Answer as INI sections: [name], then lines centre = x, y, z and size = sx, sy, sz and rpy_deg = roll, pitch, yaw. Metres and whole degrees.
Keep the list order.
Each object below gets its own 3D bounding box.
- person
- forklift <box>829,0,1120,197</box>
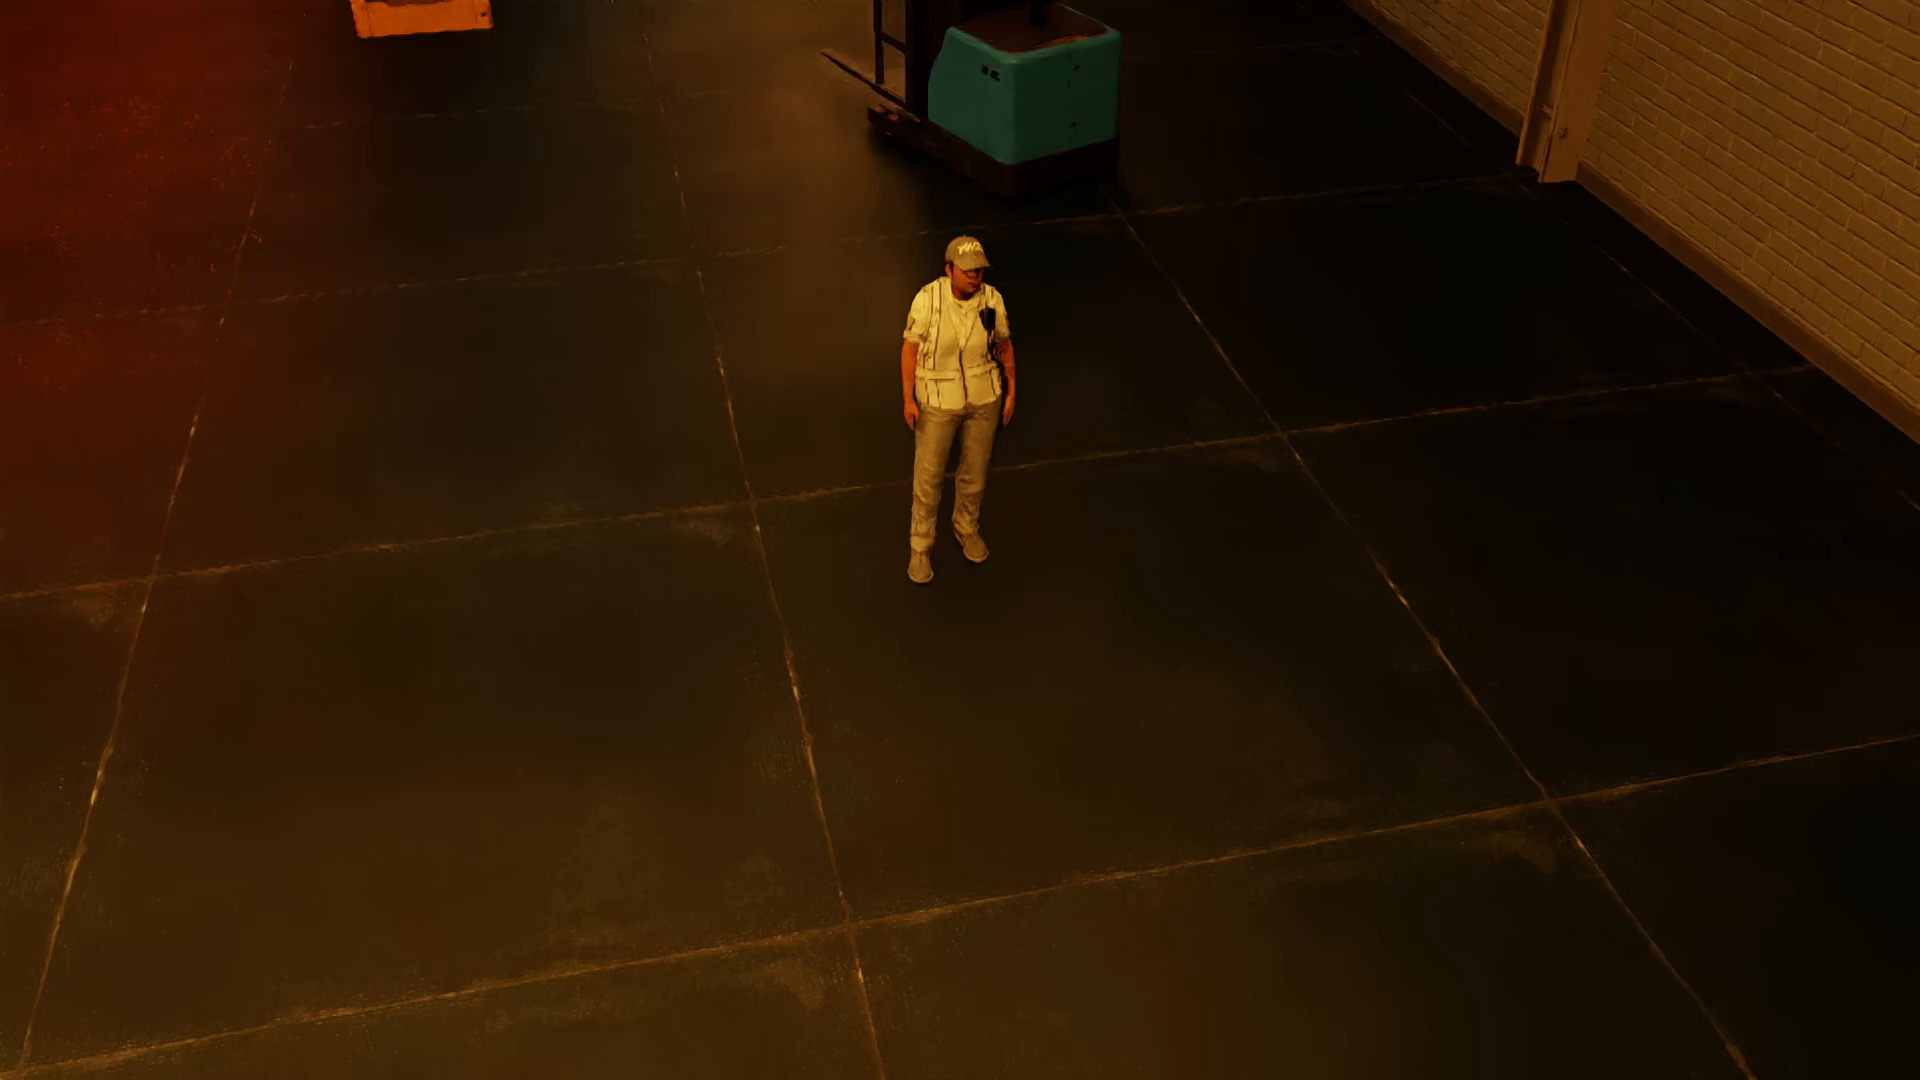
[person]
centre = -0.005, -0.636, 8.004
size = 0.599, 1.669, 0.529
rpy_deg = -8, 36, -11
[forklift]
centre = -0.037, -4.468, 12.259
size = 1.130, 2.935, 3.031
rpy_deg = -19, 40, -24
